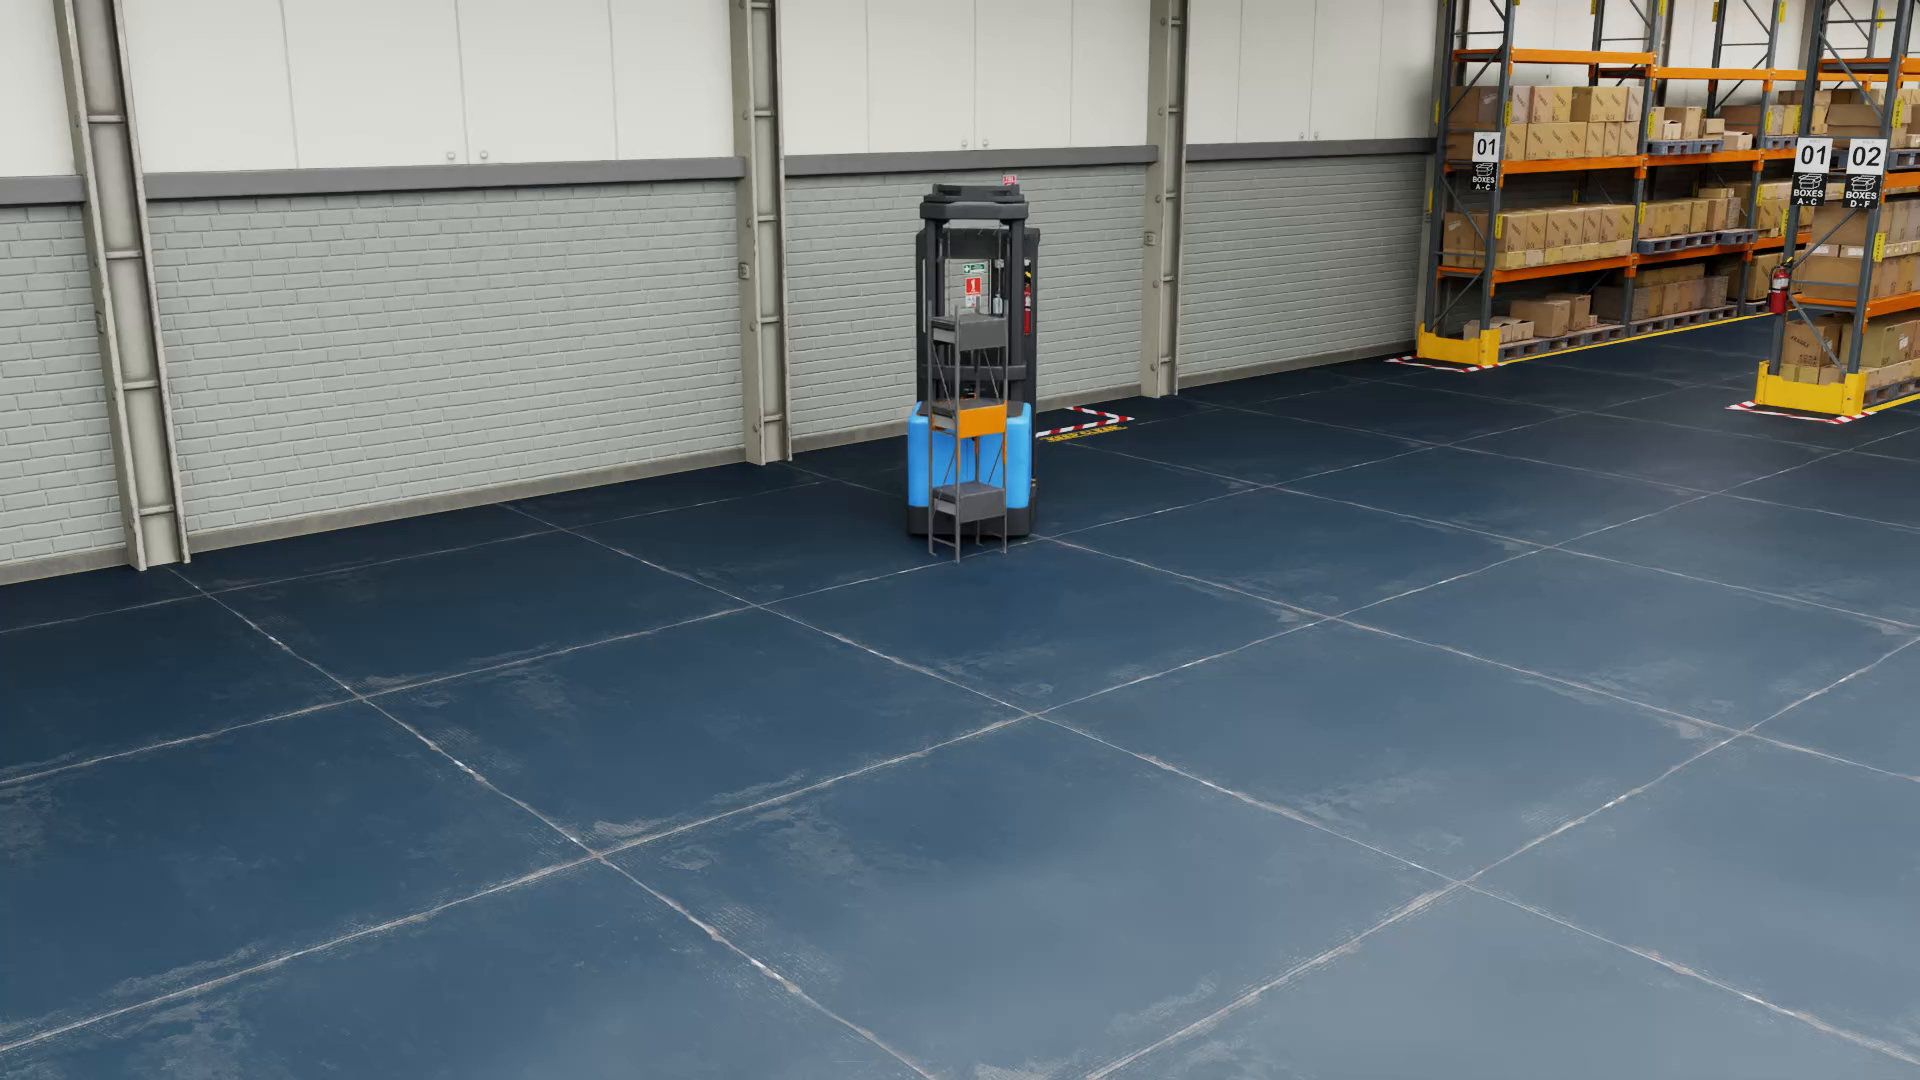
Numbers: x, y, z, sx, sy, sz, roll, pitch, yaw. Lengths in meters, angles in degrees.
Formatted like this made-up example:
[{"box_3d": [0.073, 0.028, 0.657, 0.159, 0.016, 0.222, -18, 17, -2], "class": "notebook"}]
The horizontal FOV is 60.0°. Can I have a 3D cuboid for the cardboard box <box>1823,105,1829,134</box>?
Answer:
[{"box_3d": [15.409, -7.642, 30.190, 0.500, 0.500, 0.700, -14, 20, -42], "class": "cardboard box"}]

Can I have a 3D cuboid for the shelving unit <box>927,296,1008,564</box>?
[{"box_3d": [0.061, -0.897, 13.538, 0.503, 2.100, 0.431, -11, 19, -36], "class": "shelving unit"}]

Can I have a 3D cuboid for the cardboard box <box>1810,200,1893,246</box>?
[{"box_3d": [10.747, -3.824, 20.046, 0.500, 0.500, 0.700, -13, 19, -39], "class": "cardboard box"}]

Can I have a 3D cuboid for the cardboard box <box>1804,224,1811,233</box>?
[{"box_3d": [15.088, -5.629, 29.960, 0.250, 0.149, 0.380, -13, 20, -41], "class": "cardboard box"}]

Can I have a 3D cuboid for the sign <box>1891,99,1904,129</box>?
[{"box_3d": [10.707, -4.864, 18.988, 0.005, 0.325, 0.100, -13, 19, -39], "class": "sign"}]

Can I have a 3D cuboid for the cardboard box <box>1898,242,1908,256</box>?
[{"box_3d": [11.363, -3.579, 20.386, 0.250, 0.149, 0.380, -13, 20, -40], "class": "cardboard box"}]

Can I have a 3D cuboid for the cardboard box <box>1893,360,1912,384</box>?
[{"box_3d": [11.650, -2.155, 21.021, 0.500, 0.250, 0.500, -13, 19, -39], "class": "cardboard box"}]

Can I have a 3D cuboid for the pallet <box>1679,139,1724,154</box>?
[{"box_3d": [11.426, -6.323, 26.662, 1.003, 0.211, 1.213, -13, 19, -39], "class": "pallet"}]

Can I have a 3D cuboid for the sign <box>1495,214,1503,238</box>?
[{"box_3d": [7.449, -4.340, 23.007, 0.005, 0.325, 0.100, -13, 19, -39], "class": "sign"}]

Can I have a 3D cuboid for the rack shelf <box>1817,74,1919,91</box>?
[{"box_3d": [17.654, -8.756, 31.763, 4.000, 0.370, 1.077, -13, 19, -39], "class": "rack shelf"}]

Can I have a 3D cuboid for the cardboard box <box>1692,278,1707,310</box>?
[{"box_3d": [12.153, -4.190, 28.117, 0.500, 0.500, 0.700, -13, 20, -39], "class": "cardboard box"}]

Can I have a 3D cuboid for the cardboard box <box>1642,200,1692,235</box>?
[{"box_3d": [11.419, -5.256, 27.069, 0.500, 0.500, 0.700, -10, 18, -32], "class": "cardboard box"}]

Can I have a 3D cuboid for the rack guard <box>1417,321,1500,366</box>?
[{"box_3d": [7.150, -2.832, 23.885, 0.348, 0.500, 1.175, -13, 19, -39], "class": "rack guard"}]

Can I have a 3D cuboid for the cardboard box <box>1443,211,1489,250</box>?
[{"box_3d": [7.308, -4.448, 23.888, 0.500, 0.500, 0.500, -13, 20, -40], "class": "cardboard box"}]

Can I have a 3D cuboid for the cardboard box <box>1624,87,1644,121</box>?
[{"box_3d": [9.910, -6.557, 25.004, 0.500, 0.500, 0.500, 14, 20, 42], "class": "cardboard box"}]

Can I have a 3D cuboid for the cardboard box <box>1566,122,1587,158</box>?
[{"box_3d": [8.717, -5.810, 24.143, 0.500, 0.500, 0.500, -11, 19, -36], "class": "cardboard box"}]

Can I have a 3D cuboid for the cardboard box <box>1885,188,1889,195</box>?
[{"box_3d": [17.119, -6.416, 31.877, 0.700, 0.700, 0.980, -13, 20, -41], "class": "cardboard box"}]

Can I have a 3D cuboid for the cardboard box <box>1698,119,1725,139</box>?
[{"box_3d": [12.089, -6.690, 27.430, 0.637, 0.503, 0.797, -9, 18, -32], "class": "cardboard box"}]

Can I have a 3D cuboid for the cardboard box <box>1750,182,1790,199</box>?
[{"box_3d": [14.044, -6.064, 28.878, 0.500, 0.250, 0.500, -13, 20, -40], "class": "cardboard box"}]

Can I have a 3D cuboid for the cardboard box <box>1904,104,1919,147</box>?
[{"box_3d": [11.779, -5.060, 20.288, 0.500, 0.500, 0.500, -13, 19, -39], "class": "cardboard box"}]

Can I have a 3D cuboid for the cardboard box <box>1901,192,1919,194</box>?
[{"box_3d": [12.653, -4.254, 21.655, 0.500, 0.500, 0.700, -13, 20, -39], "class": "cardboard box"}]

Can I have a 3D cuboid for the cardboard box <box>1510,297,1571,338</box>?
[{"box_3d": [8.690, -3.343, 24.943, 0.500, 0.500, 0.700, -14, 21, -43], "class": "cardboard box"}]

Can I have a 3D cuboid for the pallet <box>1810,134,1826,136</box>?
[{"box_3d": [15.486, -7.252, 30.145, 1.217, 0.209, 0.805, -14, 20, -42], "class": "pallet"}]

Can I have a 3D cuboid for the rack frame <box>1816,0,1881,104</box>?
[{"box_3d": [16.145, -8.958, 30.350, 0.127, 3.000, 1.000, -13, 19, -39], "class": "rack frame"}]

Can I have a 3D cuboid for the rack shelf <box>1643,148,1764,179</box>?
[{"box_3d": [11.619, -6.145, 27.025, 4.000, 0.370, 1.077, -13, 19, -39], "class": "rack shelf"}]

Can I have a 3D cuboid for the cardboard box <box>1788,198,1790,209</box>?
[{"box_3d": [14.438, -5.787, 29.295, 0.500, 0.500, 0.500, -13, 20, -40], "class": "cardboard box"}]

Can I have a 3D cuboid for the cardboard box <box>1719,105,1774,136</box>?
[{"box_3d": [13.449, -7.184, 28.474, 0.700, 0.500, 0.500, 14, 21, 43], "class": "cardboard box"}]

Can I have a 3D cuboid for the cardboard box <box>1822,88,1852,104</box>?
[{"box_3d": [16.519, -8.214, 31.206, 0.500, 0.500, 0.500, -13, 20, -40], "class": "cardboard box"}]

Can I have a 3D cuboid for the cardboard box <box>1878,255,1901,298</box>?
[{"box_3d": [11.100, -3.278, 20.516, 0.500, 0.500, 0.700, -12, 19, -38], "class": "cardboard box"}]

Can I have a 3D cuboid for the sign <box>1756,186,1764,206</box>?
[{"box_3d": [13.491, -5.799, 28.059, 0.005, 0.325, 0.100, -13, 19, -39], "class": "sign"}]

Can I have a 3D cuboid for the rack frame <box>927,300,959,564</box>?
[{"box_3d": [-0.134, -0.859, 13.396, 0.015, 2.100, 0.400, -11, 19, -36], "class": "rack frame"}]

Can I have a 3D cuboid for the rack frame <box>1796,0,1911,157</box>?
[{"box_3d": [10.347, -5.962, 19.132, 0.127, 3.000, 1.000, -13, 19, -39], "class": "rack frame"}]

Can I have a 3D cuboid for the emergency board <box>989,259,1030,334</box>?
[{"box_3d": [0.637, -2.886, 19.244, 0.643, 1.169, 0.194, -13, 19, -39], "class": "emergency board"}]

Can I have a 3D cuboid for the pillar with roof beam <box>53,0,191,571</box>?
[{"box_3d": [-3.700, -3.325, 9.261, 0.400, 9.000, 9.100, -13, 19, -39], "class": "pillar with roof beam"}]

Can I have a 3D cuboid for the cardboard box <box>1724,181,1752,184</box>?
[{"box_3d": [13.692, -6.161, 29.240, 0.500, 0.250, 0.500, -13, 20, -41], "class": "cardboard box"}]

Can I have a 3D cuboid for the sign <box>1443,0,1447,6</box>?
[{"box_3d": [6.743, -7.565, 23.016, 0.005, 0.325, 0.100, -13, 19, -39], "class": "sign"}]

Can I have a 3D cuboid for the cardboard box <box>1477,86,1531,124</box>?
[{"box_3d": [7.542, -6.035, 23.050, 0.500, 0.500, 0.500, 14, 21, 43], "class": "cardboard box"}]

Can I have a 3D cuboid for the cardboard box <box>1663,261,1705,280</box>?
[{"box_3d": [12.147, -4.533, 27.946, 0.500, 0.250, 0.500, -12, 19, -38], "class": "cardboard box"}]

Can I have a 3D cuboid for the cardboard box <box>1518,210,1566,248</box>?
[{"box_3d": [8.423, -4.517, 24.147, 0.500, 0.500, 0.500, -13, 20, -41], "class": "cardboard box"}]

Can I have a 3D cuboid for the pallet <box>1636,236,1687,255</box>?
[{"box_3d": [10.782, -4.713, 26.454, 1.213, 0.211, 1.003, -13, 19, -39], "class": "pallet"}]

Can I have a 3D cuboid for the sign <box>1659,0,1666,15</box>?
[{"box_3d": [10.452, -7.984, 24.739, 0.005, 0.325, 0.100, -13, 19, -39], "class": "sign"}]

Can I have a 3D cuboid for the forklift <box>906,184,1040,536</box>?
[{"box_3d": [0.167, -1.779, 15.229, 1.130, 2.935, 3.031, 1, 15, 4], "class": "forklift"}]

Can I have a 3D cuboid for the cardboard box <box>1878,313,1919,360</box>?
[{"box_3d": [12.031, -2.601, 21.237, 0.500, 0.500, 0.500, -13, 19, -39], "class": "cardboard box"}]

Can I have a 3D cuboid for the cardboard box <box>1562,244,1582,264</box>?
[{"box_3d": [8.822, -4.246, 24.586, 0.500, 0.250, 0.500, -12, 19, -39], "class": "cardboard box"}]

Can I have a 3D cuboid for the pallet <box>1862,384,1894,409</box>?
[{"box_3d": [10.896, -1.854, 20.781, 1.213, 0.211, 1.003, -13, 19, -39], "class": "pallet"}]

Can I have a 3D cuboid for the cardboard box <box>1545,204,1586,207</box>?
[{"box_3d": [9.225, -4.878, 25.500, 0.500, 0.500, 0.500, -13, 20, -40], "class": "cardboard box"}]

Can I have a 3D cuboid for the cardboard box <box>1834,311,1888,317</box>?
[{"box_3d": [11.679, -2.706, 21.628, 0.500, 0.500, 0.500, -13, 19, -39], "class": "cardboard box"}]
